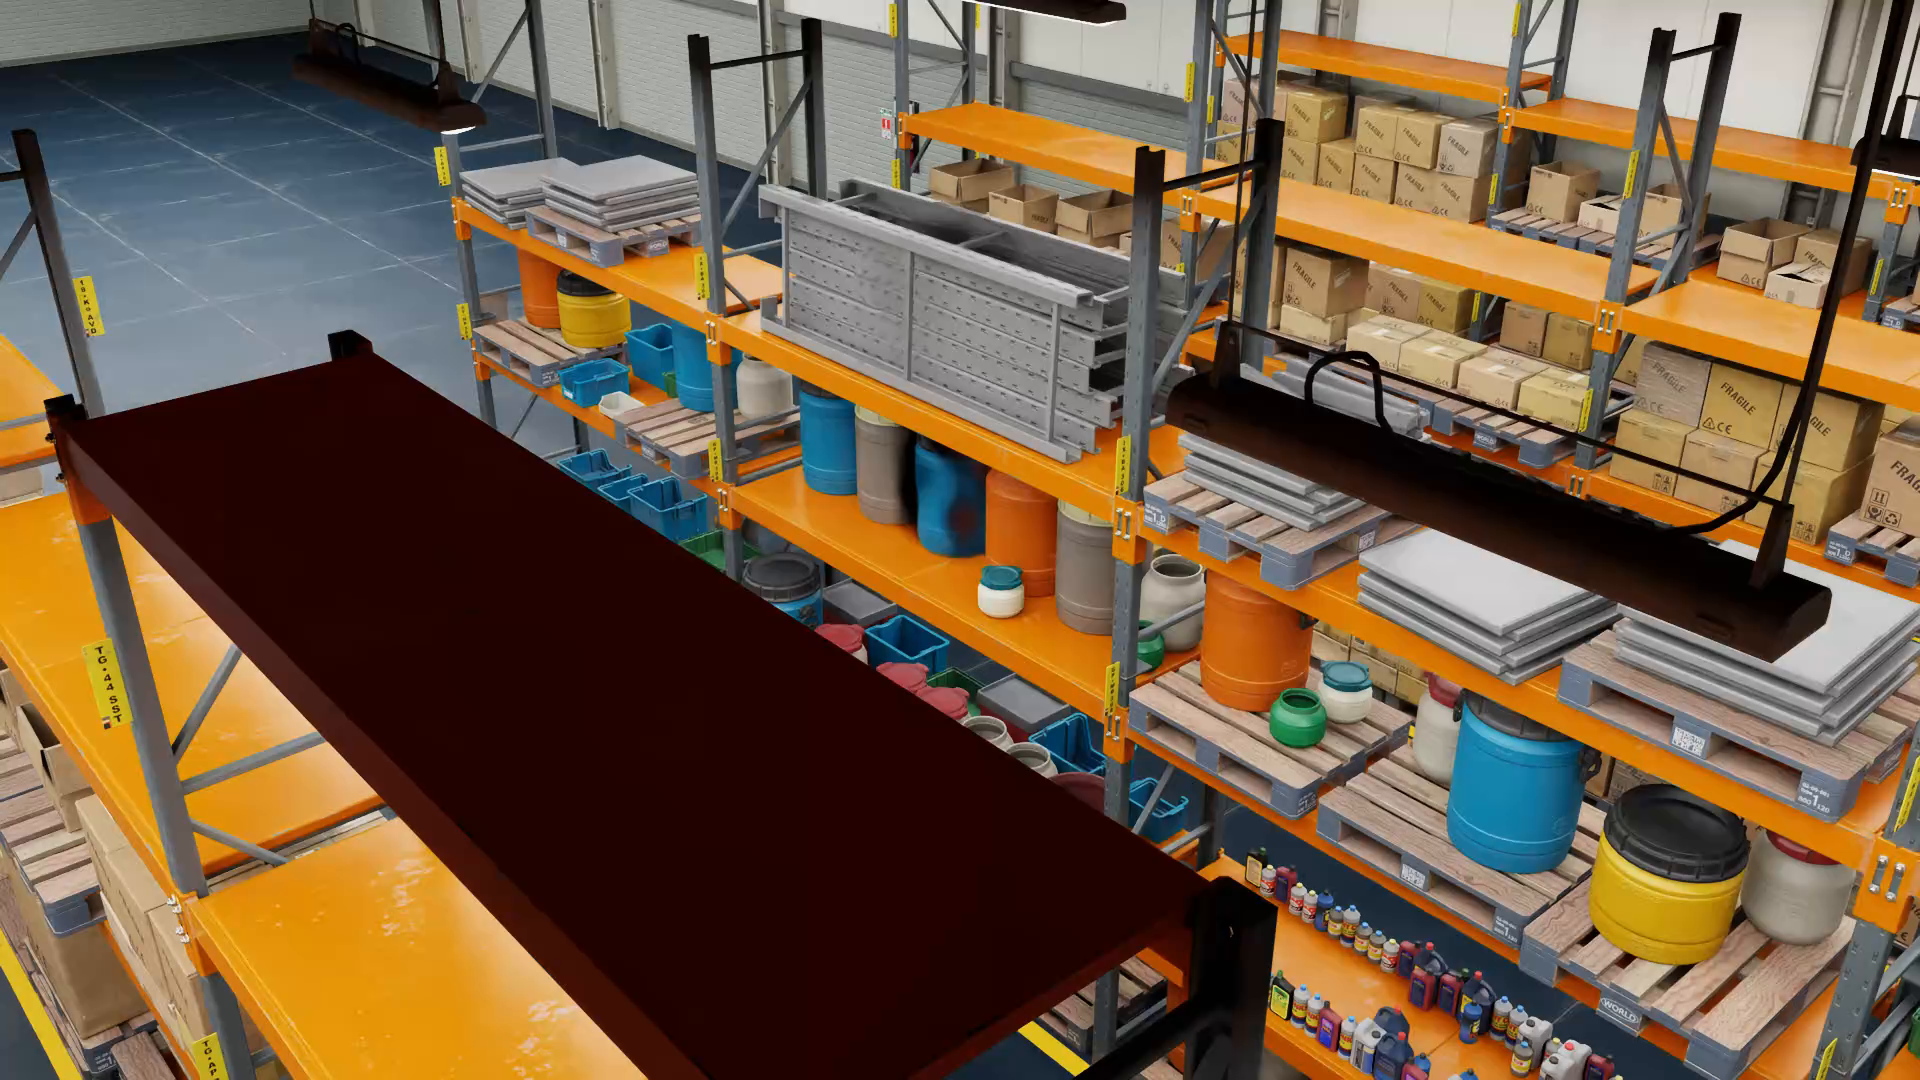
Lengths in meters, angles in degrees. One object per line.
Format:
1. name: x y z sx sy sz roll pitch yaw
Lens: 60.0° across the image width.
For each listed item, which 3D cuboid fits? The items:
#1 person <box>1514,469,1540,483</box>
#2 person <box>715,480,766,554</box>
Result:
1. person: 5.154 0.063 15.520 0.734 1.820 0.657 23 35 37
2. person: -2.139 -0.227 16.171 0.935 1.617 0.555 19 32 32
